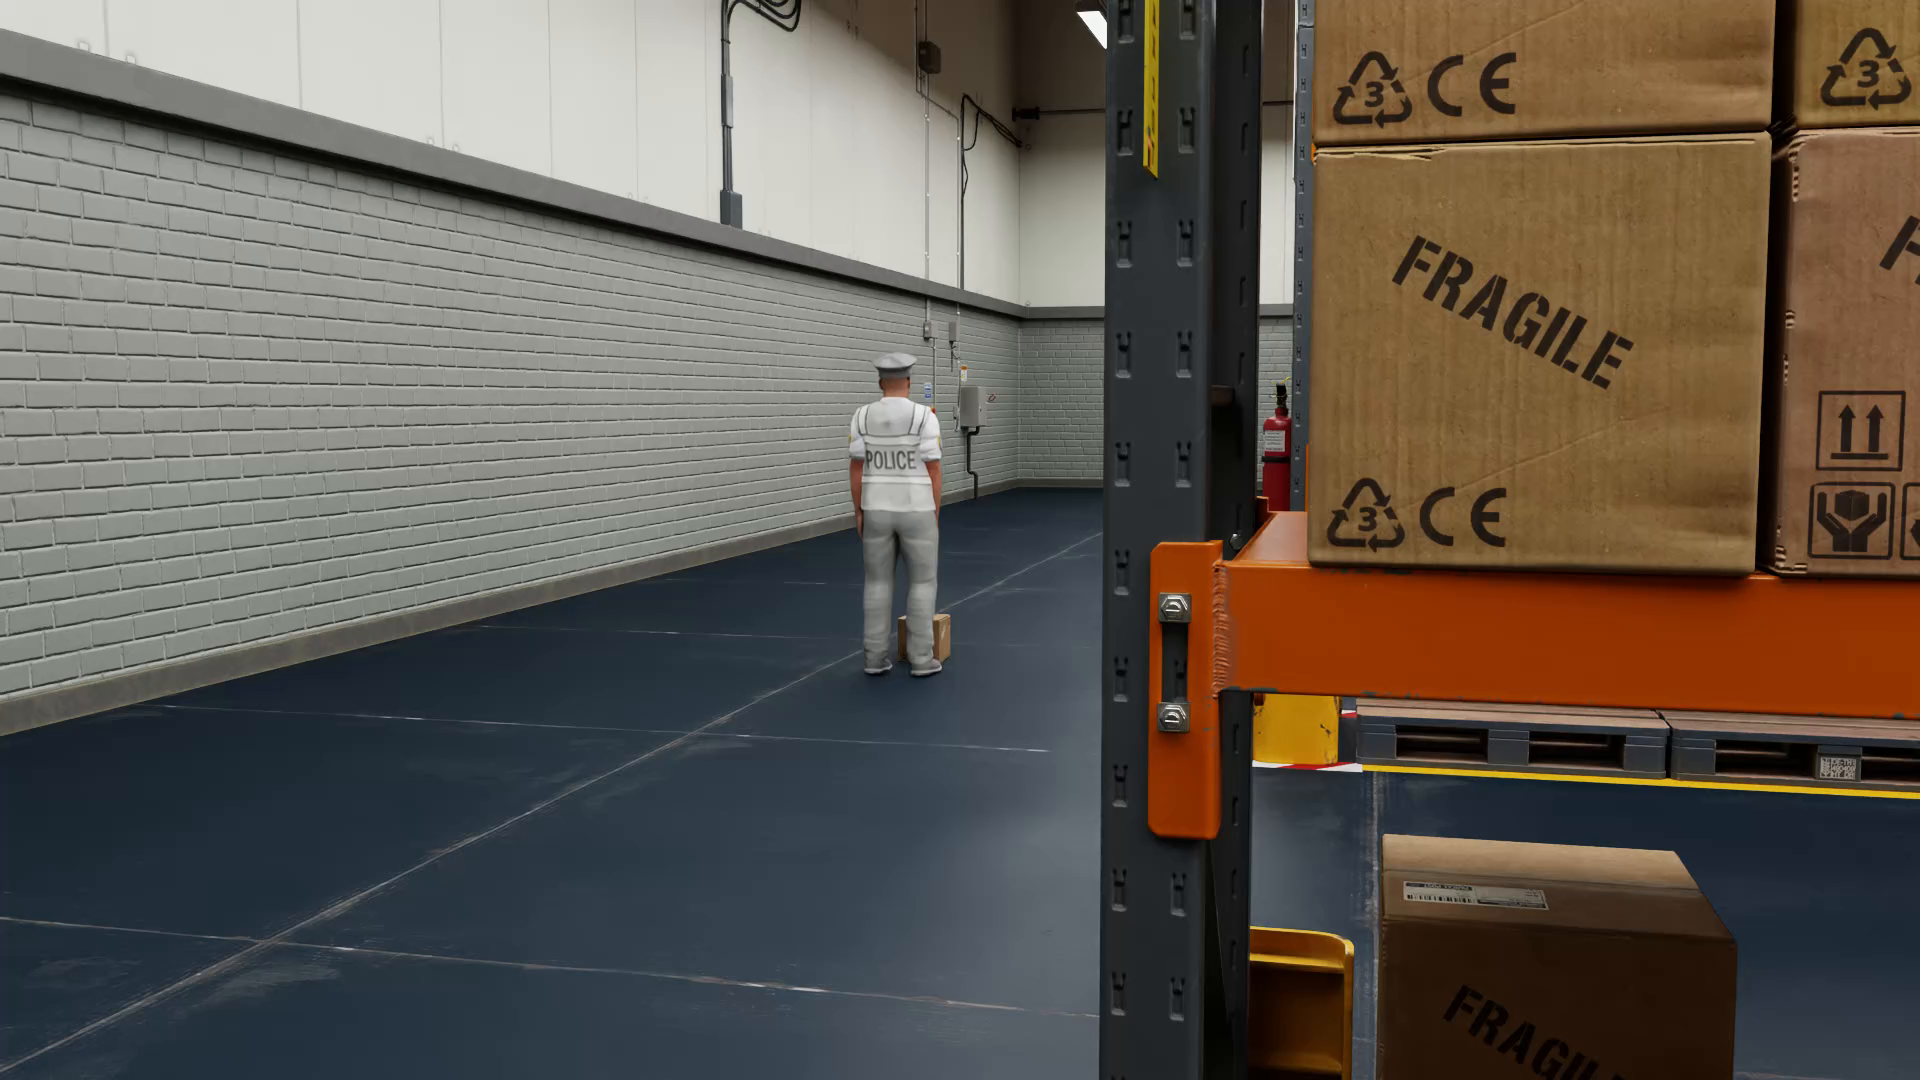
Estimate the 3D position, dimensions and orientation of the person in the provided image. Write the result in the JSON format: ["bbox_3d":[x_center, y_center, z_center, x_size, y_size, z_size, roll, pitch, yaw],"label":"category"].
[{"bbox_3d":[-0.341,-0.142,9.129,0.525,1.758,0.393,1,5,15],"label":"person"}]
